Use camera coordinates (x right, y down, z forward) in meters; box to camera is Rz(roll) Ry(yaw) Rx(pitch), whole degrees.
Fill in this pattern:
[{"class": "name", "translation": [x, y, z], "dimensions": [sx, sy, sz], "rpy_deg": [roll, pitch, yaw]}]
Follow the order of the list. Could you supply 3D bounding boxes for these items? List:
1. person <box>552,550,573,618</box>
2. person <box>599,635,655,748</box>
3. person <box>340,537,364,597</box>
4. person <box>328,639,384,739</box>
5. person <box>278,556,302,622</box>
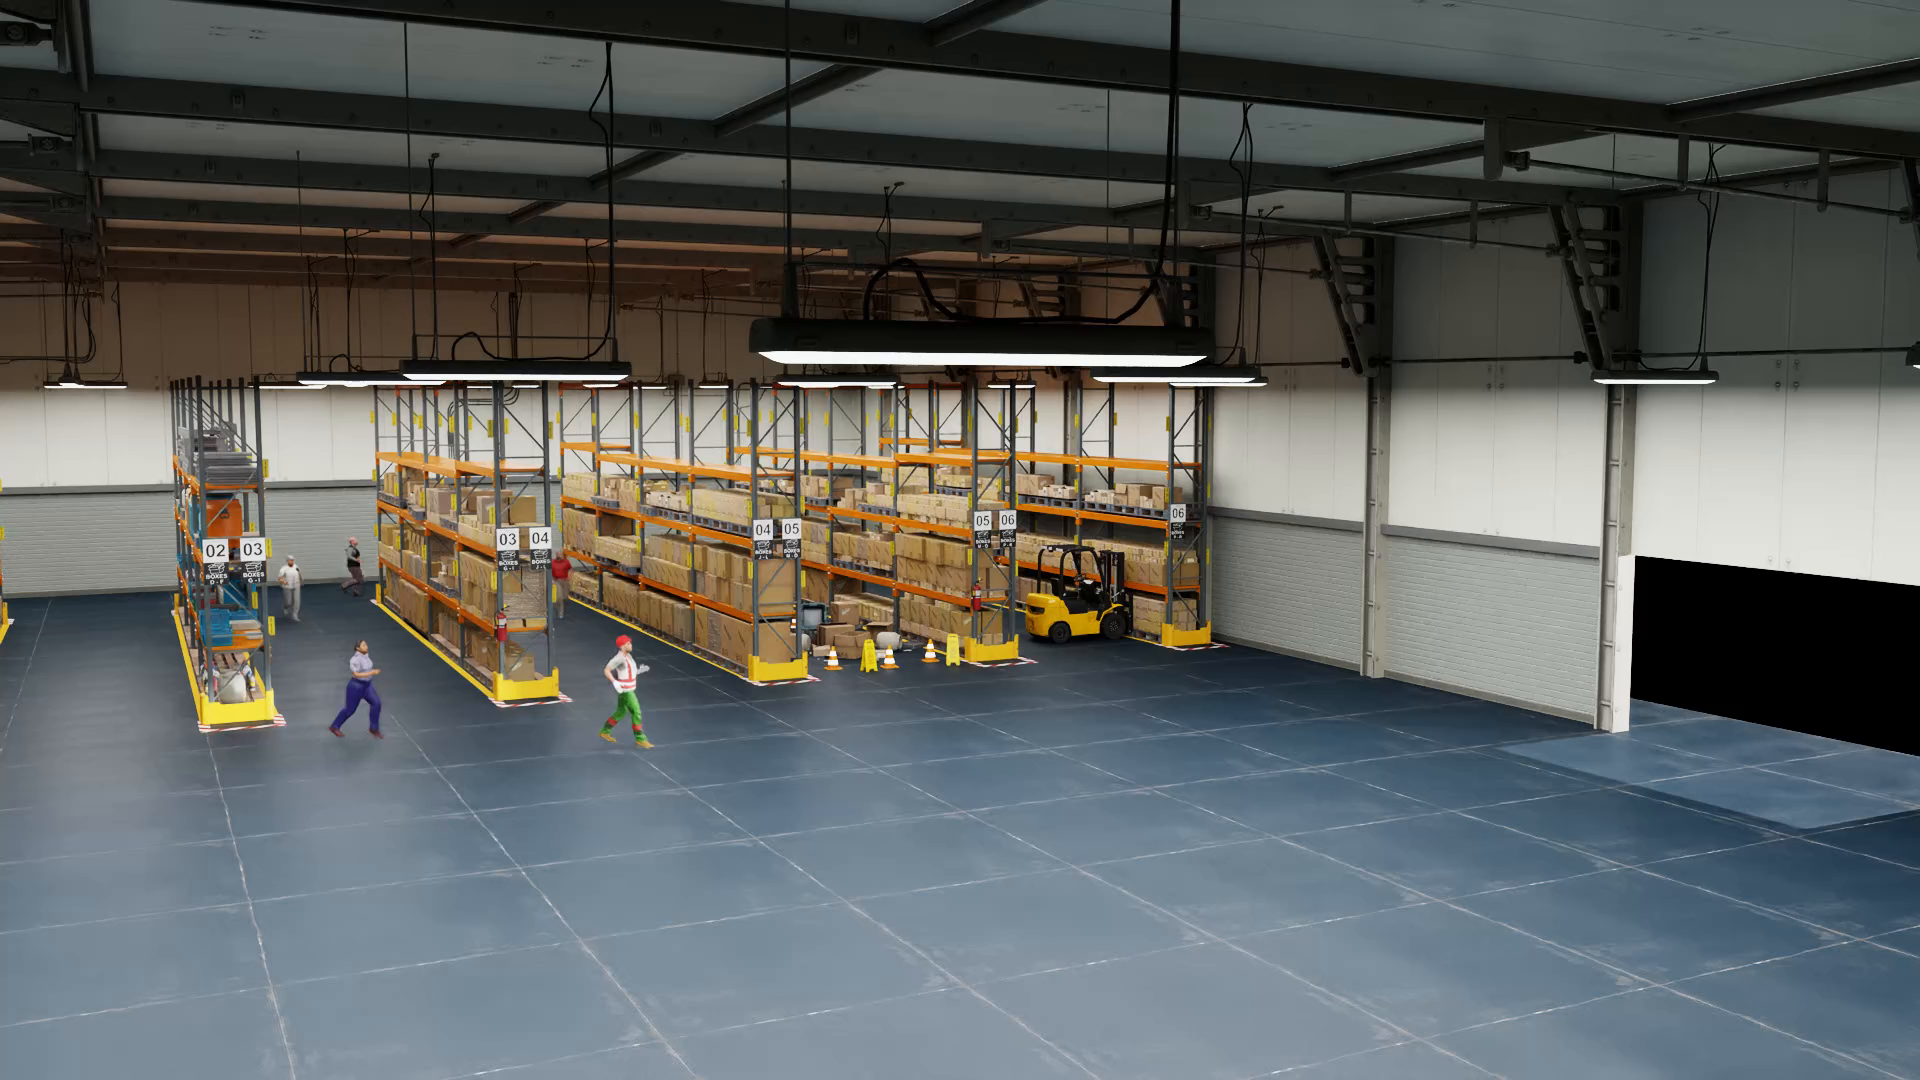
[{"class": "person", "translation": [-10.217, 1.112, 42.501], "dimensions": [0.658, 1.709, 0.658], "rpy_deg": [-2, 5, -21]}, {"class": "person", "translation": [-5.370, 2.432, 26.701], "dimensions": [0.930, 1.810, 0.656], "rpy_deg": [0, 5, -1]}, {"class": "person", "translation": [-16.960, 0.755, 46.425], "dimensions": [0.658, 1.680, 0.660], "rpy_deg": [-1, 5, -12]}, {"class": "person", "translation": [-9.945, 2.480, 27.440], "dimensions": [0.882, 1.686, 0.611], "rpy_deg": [1, 5, 8]}, {"class": "person", "translation": [-16.772, 1.209, 41.695], "dimensions": [0.607, 1.651, 0.779], "rpy_deg": [-4, 7, -41]}]
